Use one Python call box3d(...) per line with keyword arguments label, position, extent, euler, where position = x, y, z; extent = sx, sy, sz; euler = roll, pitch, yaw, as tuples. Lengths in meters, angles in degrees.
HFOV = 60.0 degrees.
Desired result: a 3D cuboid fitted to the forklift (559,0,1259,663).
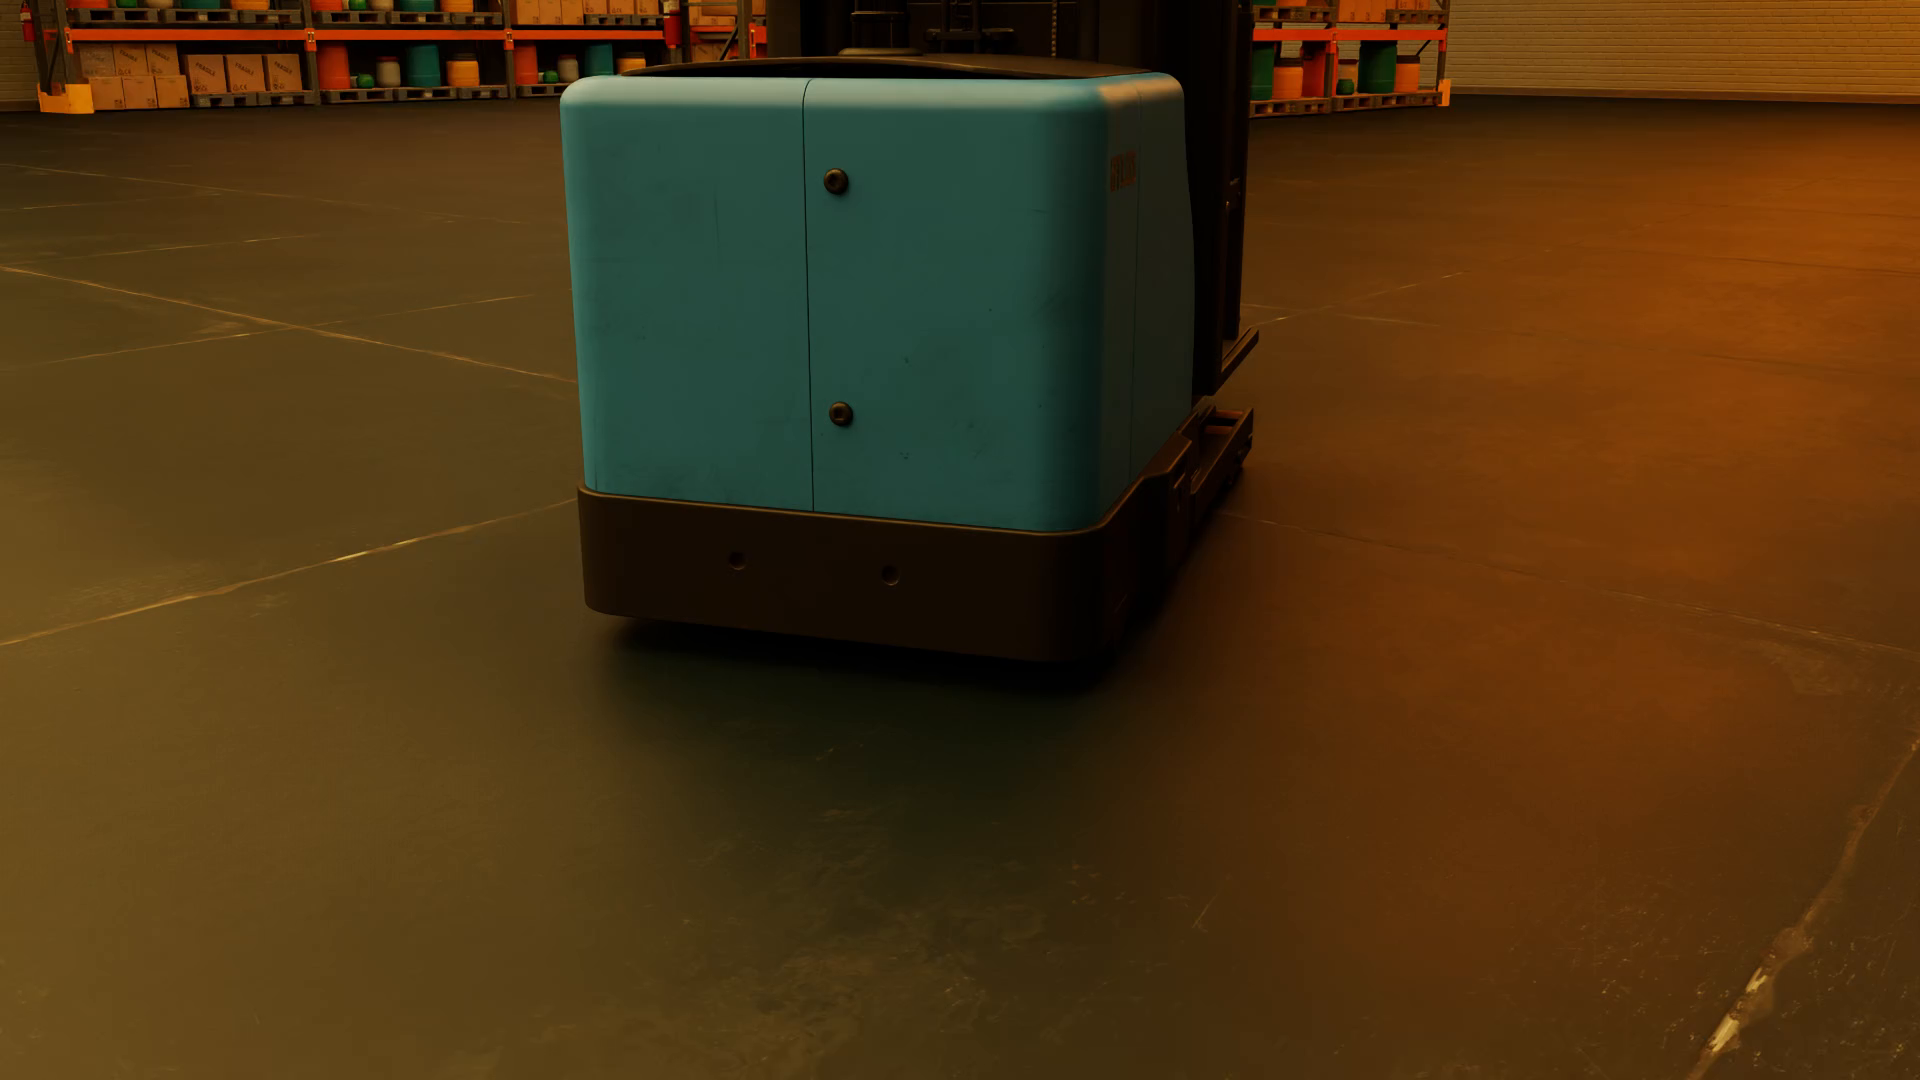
box3d(label="forklift", position=(0.182, -1.571, 4.072), extent=(1.130, 2.935, 3.031), euler=(5, 18, 17))
